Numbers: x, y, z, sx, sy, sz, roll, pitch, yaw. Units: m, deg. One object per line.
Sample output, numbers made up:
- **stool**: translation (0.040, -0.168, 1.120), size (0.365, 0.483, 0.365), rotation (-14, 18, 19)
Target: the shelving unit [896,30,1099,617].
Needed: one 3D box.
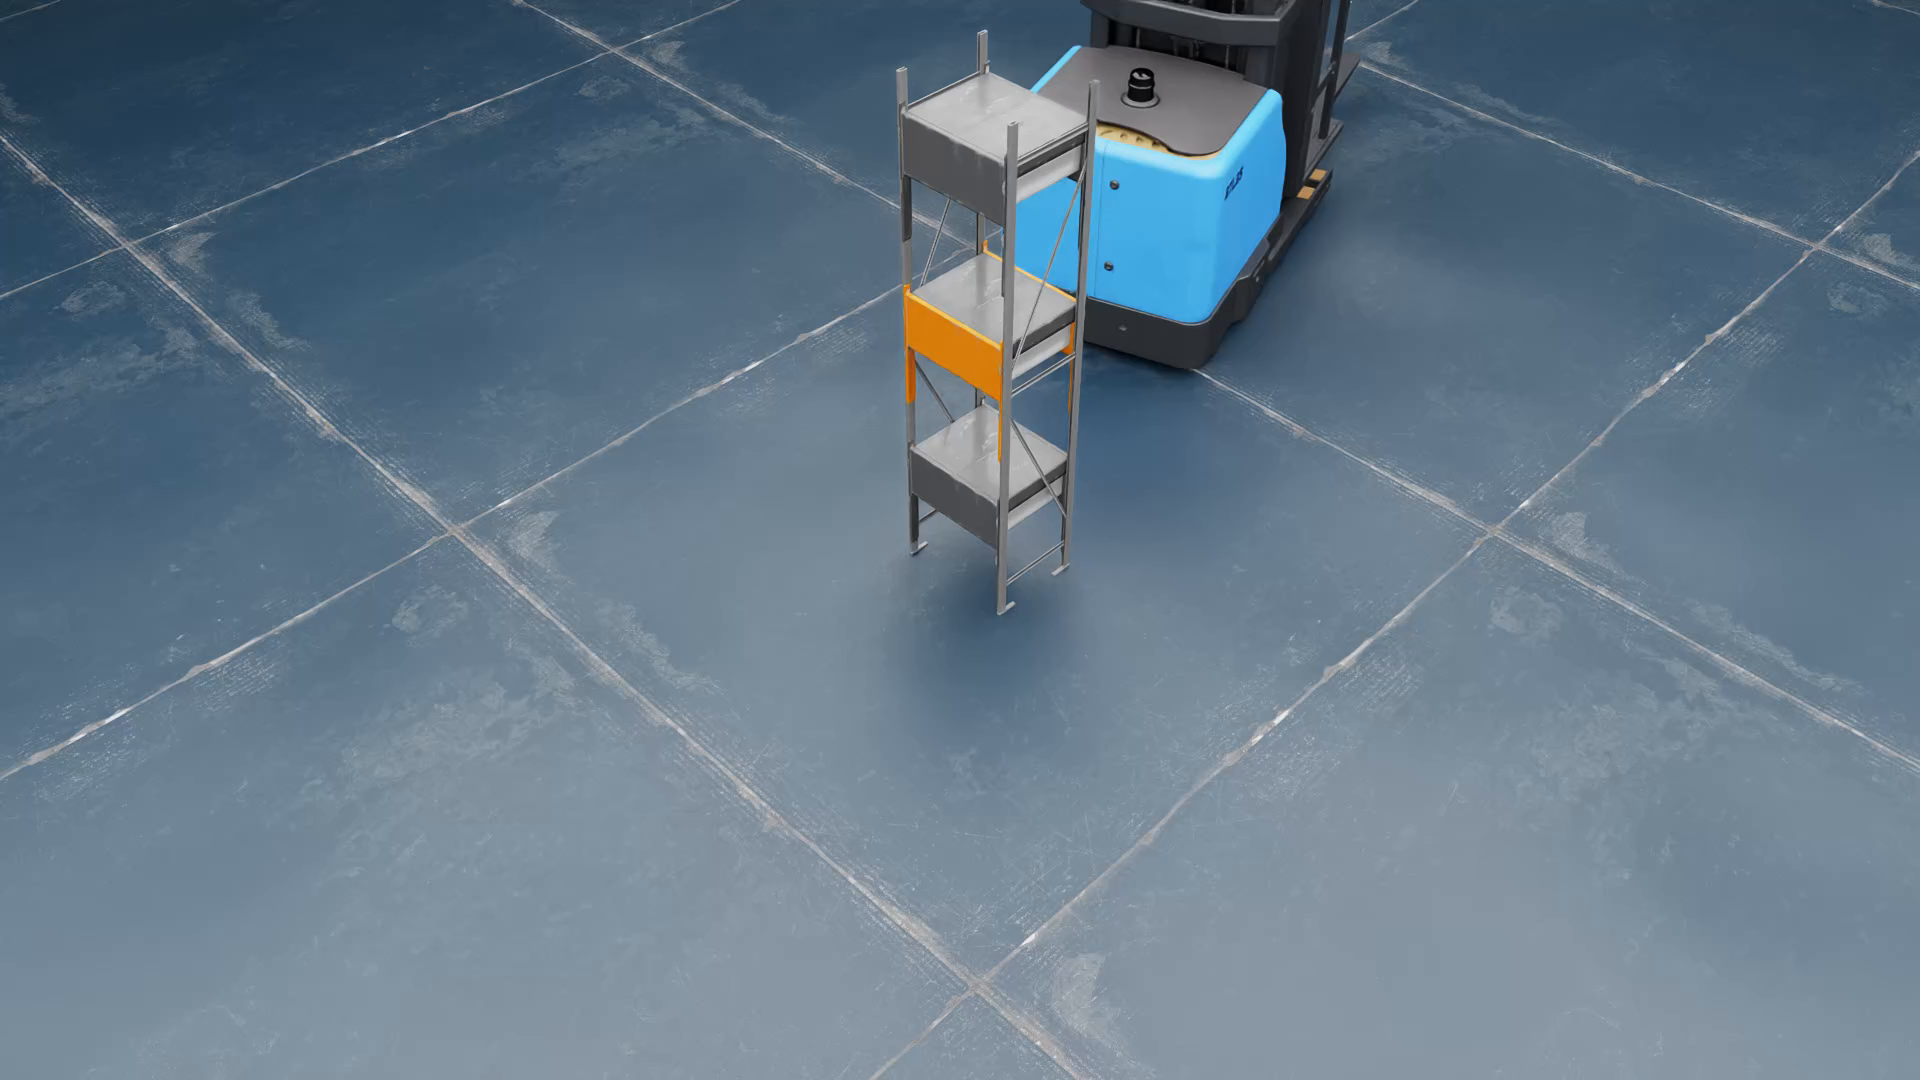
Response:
- **shelving unit**: translation (0.117, -0.692, 5.951), size (0.431, 2.100, 0.503), rotation (-34, 53, -31)

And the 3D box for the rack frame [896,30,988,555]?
- **rack frame**: translation (-0.055, -0.809, 6.078), size (0.400, 2.100, 0.015), rotation (-34, 53, -31)

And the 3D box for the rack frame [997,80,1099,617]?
- **rack frame**: translation (0.289, -0.574, 5.824), size (0.400, 2.100, 0.015), rotation (-34, 53, -31)

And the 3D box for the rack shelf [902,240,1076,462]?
- **rack shelf**: translation (0.117, -0.682, 5.961), size (0.431, 0.518, 0.480), rotation (-34, 53, -31)

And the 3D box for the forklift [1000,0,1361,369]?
- **forklift**: translation (1.281, -2.846, 7.671), size (1.130, 2.935, 3.031), rotation (19, 46, 19)

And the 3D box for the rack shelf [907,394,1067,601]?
- **rack shelf**: translation (0.117, -0.168, 6.436), size (0.431, 0.518, 0.480), rotation (-34, 53, -31)

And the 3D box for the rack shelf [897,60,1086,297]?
- **rack shelf**: translation (0.117, -1.196, 5.486), size (0.431, 0.518, 0.480), rotation (-34, 53, -31)
